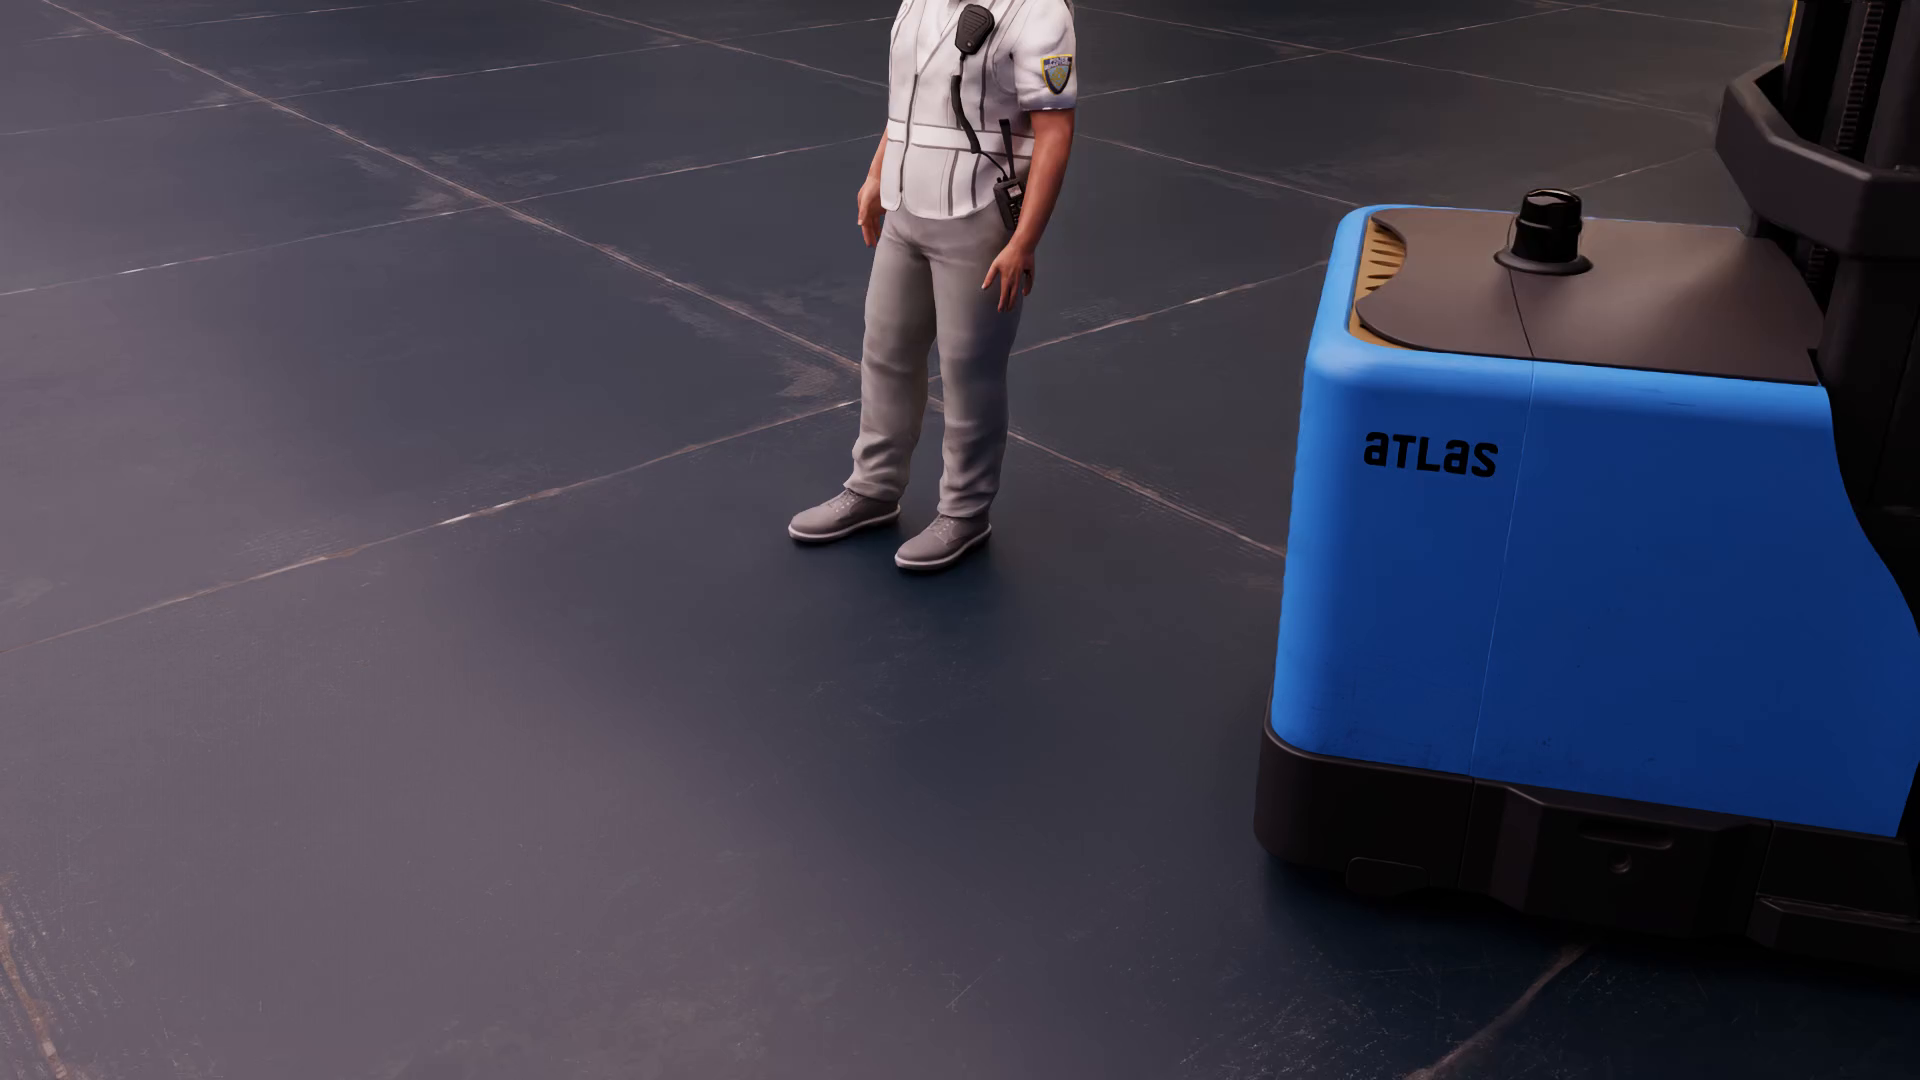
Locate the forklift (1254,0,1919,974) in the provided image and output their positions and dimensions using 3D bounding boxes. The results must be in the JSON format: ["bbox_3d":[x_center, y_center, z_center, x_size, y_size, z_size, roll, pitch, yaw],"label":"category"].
[{"bbox_3d":[2.142,-0.700,2.614,3.031,2.935,1.130,7,27,13],"label":"forklift"}]

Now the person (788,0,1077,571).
[{"bbox_3d":[-0.067,-0.787,4.066,0.575,1.781,0.640,-20,33,-35],"label":"person"}]
